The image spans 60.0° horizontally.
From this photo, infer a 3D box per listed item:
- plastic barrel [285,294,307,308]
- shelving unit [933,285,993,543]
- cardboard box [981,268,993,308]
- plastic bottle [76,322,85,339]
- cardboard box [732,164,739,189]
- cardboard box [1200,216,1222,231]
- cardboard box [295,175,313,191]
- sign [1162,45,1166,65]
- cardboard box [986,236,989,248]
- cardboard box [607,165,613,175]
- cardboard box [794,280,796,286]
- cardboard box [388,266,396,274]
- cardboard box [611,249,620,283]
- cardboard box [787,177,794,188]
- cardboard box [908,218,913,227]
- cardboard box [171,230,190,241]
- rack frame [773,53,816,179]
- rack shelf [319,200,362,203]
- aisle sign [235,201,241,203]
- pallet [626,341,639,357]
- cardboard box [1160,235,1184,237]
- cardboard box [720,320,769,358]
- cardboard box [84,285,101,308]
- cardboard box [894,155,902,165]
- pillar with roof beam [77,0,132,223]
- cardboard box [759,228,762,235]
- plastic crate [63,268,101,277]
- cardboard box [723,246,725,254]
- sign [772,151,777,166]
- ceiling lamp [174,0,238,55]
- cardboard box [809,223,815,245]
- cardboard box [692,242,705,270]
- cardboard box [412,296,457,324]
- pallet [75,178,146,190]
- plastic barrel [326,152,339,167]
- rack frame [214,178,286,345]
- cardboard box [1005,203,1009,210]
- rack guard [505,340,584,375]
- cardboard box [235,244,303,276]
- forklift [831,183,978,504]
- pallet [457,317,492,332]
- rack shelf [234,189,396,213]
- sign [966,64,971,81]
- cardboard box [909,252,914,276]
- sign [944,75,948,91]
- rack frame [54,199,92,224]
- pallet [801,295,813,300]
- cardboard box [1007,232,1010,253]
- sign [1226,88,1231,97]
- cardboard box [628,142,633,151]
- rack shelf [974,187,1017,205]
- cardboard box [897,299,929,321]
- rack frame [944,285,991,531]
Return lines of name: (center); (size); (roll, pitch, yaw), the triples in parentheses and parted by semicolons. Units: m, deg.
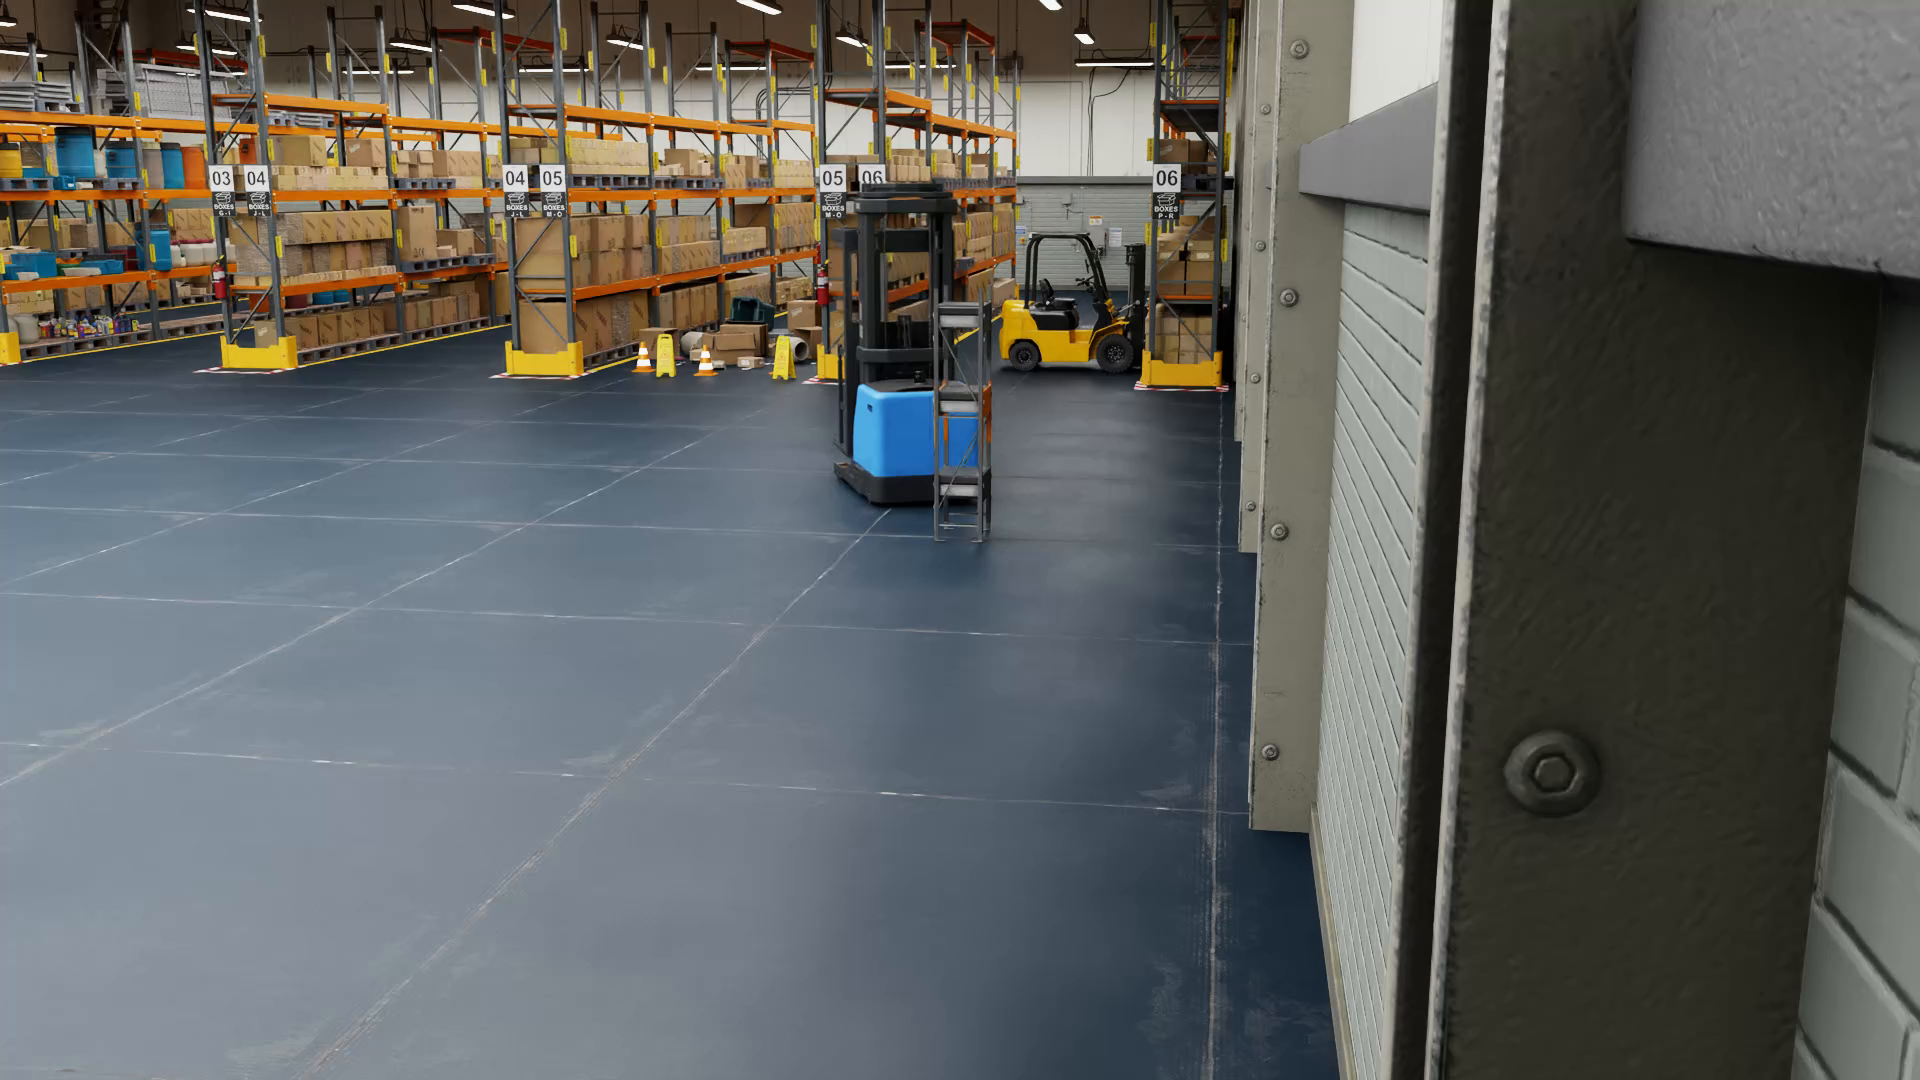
plastic barrel: (-14.828, -5.458, 36.927); (0.600, 0.588, 0.708); (2, 12, 9)
shelving unit: (0.025, -1.061, 13.932); (0.431, 2.100, 0.503); (2, 12, 9)
cardboard box: (0.225, -5.480, 36.349); (0.875, 0.875, 0.875); (2, 12, 10)
plastic bottle: (-15.650, -3.730, 29.584); (0.061, 0.283, 0.133); (2, 12, 10)
cardboard box: (-4.860, -7.482, 34.232); (0.500, 0.500, 0.500); (2, 12, 9)
cardboard box: (5.639, -7.025, 37.342); (0.500, 0.500, 0.500); (2, 12, 7)
cardboard box: (-10.993, -5.861, 27.305); (0.500, 0.250, 0.500); (2, 12, 7)
sign: (3.378, -8.063, 27.642); (0.100, 0.325, 0.005); (2, 12, 9)
cardboard box: (0.344, -6.412, 35.797); (0.500, 0.250, 0.500); (2, 12, 10)
cardboard box: (-5.909, -6.061, 27.240); (0.380, 0.149, 0.250); (2, 12, 9)
cardboard box: (-4.129, -6.132, 39.685); (0.380, 0.149, 0.250); (1, 12, 7)
cardboard box: (-10.523, -4.924, 30.318); (0.380, 0.149, 0.250); (2, 12, 9)
cardboard box: (-6.184, -4.578, 27.760); (0.875, 0.550, 0.500); (2, 12, 9)
cardboard box: (-4.166, -8.278, 38.520); (0.500, 0.250, 0.500); (2, 12, 11)
cardboard box: (-1.048, -5.744, 30.046); (0.380, 0.149, 0.250); (2, 12, 7)
cardboard box: (-18.991, -7.234, 40.204); (0.500, 0.500, 0.500); (2, 12, 10)
rack frame: (-4.050, -10.350, 40.659); (1.000, 3.000, 0.127); (2, 12, 9)
rack shelf: (-14.752, -7.625, 36.843); (1.077, 0.370, 4.000); (2, 12, 9)
aisle sign: (-19.003, -9.215, 43.463); (0.394, 0.787, 0.004); (2, 12, 9)
pallet: (-6.090, -3.400, 29.271); (1.003, 0.211, 1.213); (2, 12, 9)
cardboard box: (3.439, -4.859, 26.935); (0.380, 0.149, 0.250); (2, 12, 8)
cardboard box: (-3.700, -3.436, 28.420); (0.797, 0.637, 0.503); (2, 12, 9)
cardboard box: (-19.526, -5.443, 37.020); (0.500, 0.500, 0.500); (1, 12, 7)
cardboard box: (-1.113, -5.901, 25.838); (0.380, 0.149, 0.250); (2, 12, 8)
pillar with roof beam: (-19.804, -11.464, 45.827); (9.100, 9.000, 0.548); (2, 12, 9)
cardboard box: (-4.574, -6.812, 36.670); (0.380, 0.149, 0.250); (2, 12, 7)
plastic crate: (-15.674, -4.786, 29.709); (0.530, 0.136, 0.437); (2, 12, 9)
cardboard box: (-5.012, -5.921, 33.947); (0.380, 0.149, 0.250); (2, 12, 8)
sign: (-4.116, -8.479, 36.935); (0.100, 0.325, 0.005); (2, 12, 9)
ceiling lamp: (-16.797, -12.612, 37.300); (0.800, 3.185, 2.000); (2, 12, 9)
cardboard box: (-3.865, -7.510, 40.776); (0.500, 0.500, 0.500); (2, 12, 10)
cardboard box: (-5.239, -5.491, 32.113); (0.500, 0.500, 0.500); (2, 12, 8)
cardboard box: (-10.402, -4.553, 32.887); (0.700, 0.500, 0.500); (3, 13, 13)
pallet: (-15.689, -6.482, 30.280); (1.213, 0.211, 1.003); (2, 12, 9)
plastic barrel: (-14.384, -8.494, 37.723); (0.600, 0.588, 0.600); (0, 12, 0)
rack frame: (-11.396, -4.268, 26.679); (1.000, 3.000, 0.127); (2, 12, 9)
cardboard box: (0.948, -7.890, 39.335); (0.380, 0.149, 0.250); (2, 12, 10)
rack guard: (-6.514, -2.860, 26.076); (1.175, 0.500, 0.348); (2, 12, 9)
cardboard box: (-11.284, -4.576, 27.165); (0.875, 0.500, 0.500); (2, 12, 9)
forklift: (-0.655, -2.033, 16.469); (1.130, 2.935, 3.031); (-3, 13, -14)
pallet: (-10.287, -4.408, 33.946); (1.003, 0.211, 1.213); (2, 12, 9)
rack shelf: (-11.088, -5.799, 28.371); (1.077, 0.370, 4.000); (2, 12, 9)
sign: (0.164, -9.025, 32.106); (0.100, 0.325, 0.005); (2, 12, 9)
cardboard box: (-1.033, -4.551, 27.049); (0.500, 0.500, 0.500); (2, 12, 7)
sign: (-0.303, -9.935, 36.141); (0.100, 0.325, 0.005); (2, 12, 9)
rack frame: (-23.619, -8.081, 44.368); (1.000, 3.000, 0.127); (2, 12, 9)
pallet: (-4.221, -5.870, 40.732); (1.003, 0.211, 1.213); (2, 12, 9)
cardboard box: (0.883, -7.006, 39.147); (0.500, 0.500, 0.500); (2, 12, 10)
sign: (6.307, -10.562, 39.051); (0.100, 0.325, 0.005); (2, 12, 9)
cardboard box: (-5.754, -6.663, 28.142); (0.380, 0.149, 0.250); (2, 12, 10)
rack shelf: (0.549, -7.976, 38.472); (1.077, 0.370, 4.000); (2, 12, 9)
cardboard box: (-0.815, -3.876, 28.608); (0.500, 0.500, 0.500); (2, 12, 8)
rack frame: (0.063, -1.112, 14.168); (0.400, 2.100, 0.015); (2, 12, 9)
